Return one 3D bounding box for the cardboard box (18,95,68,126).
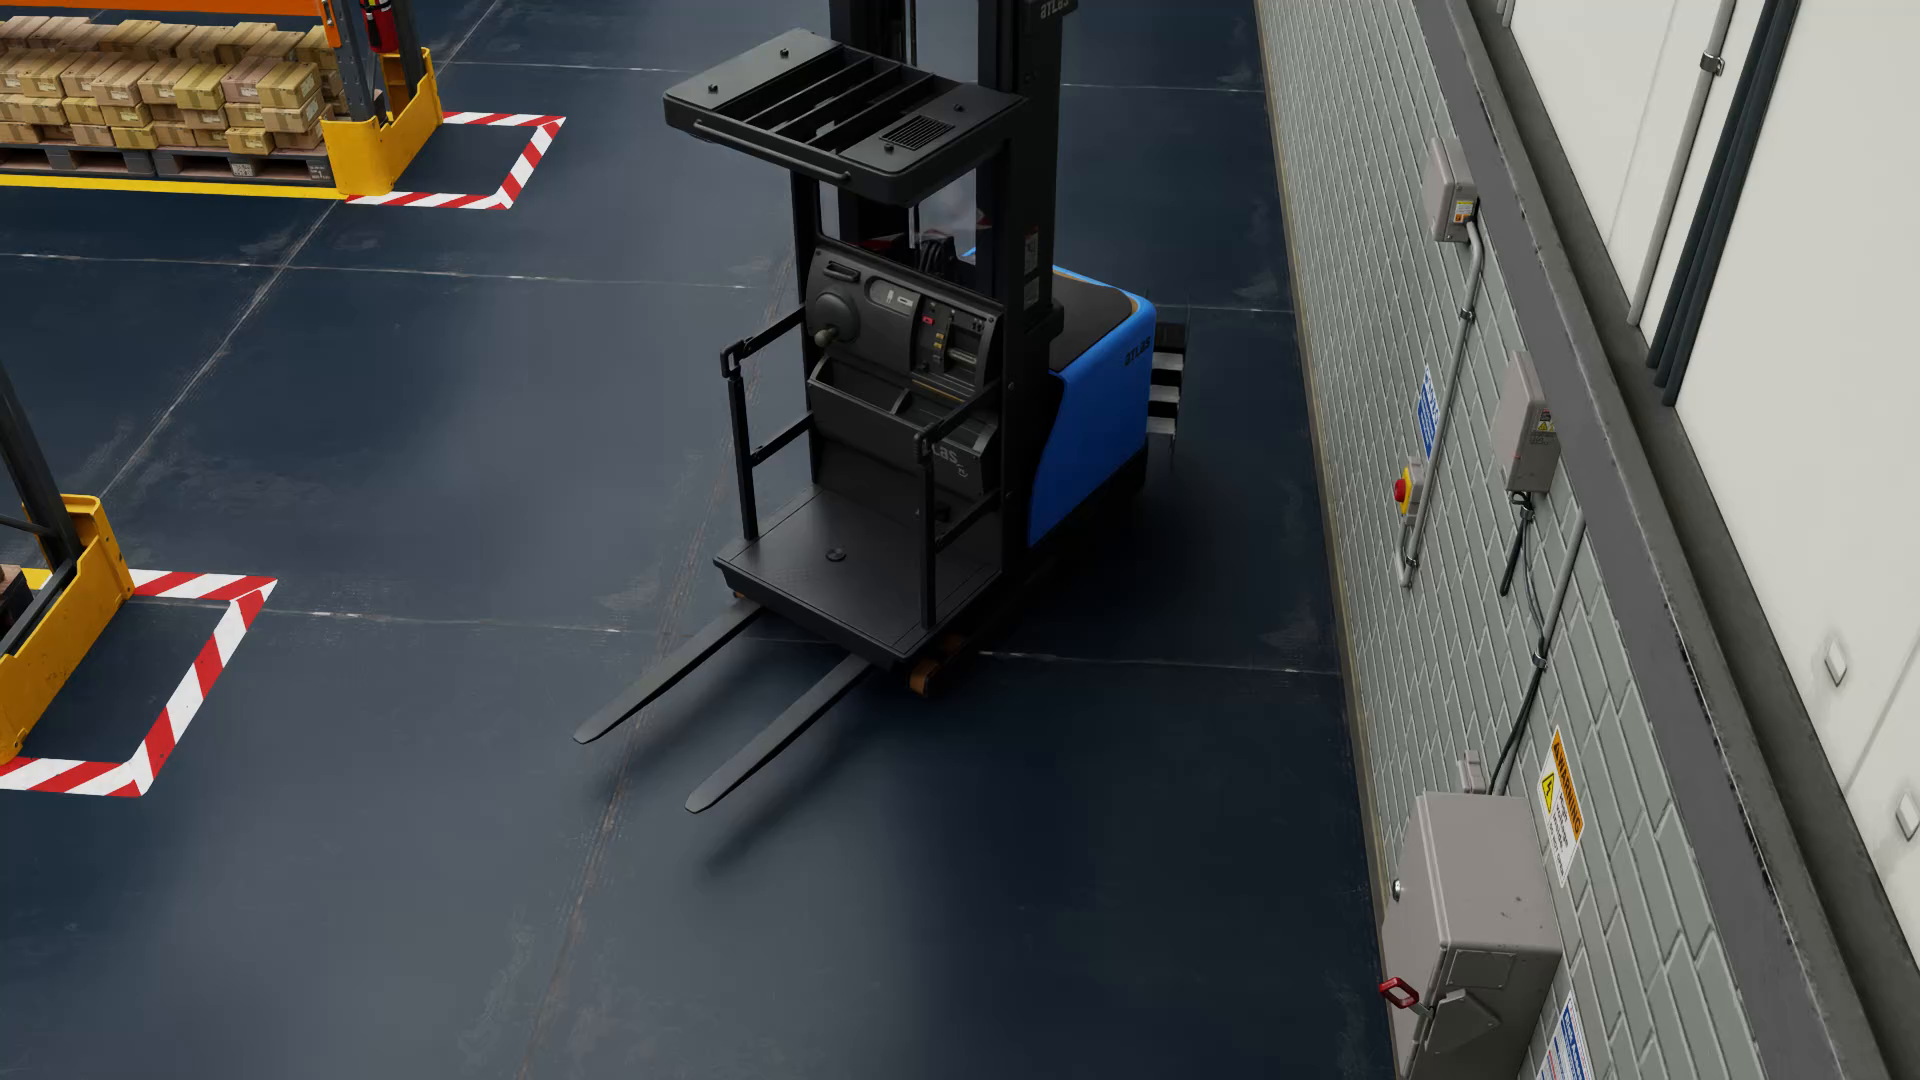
[{"bbox_3d":[-5.819,-2.821,10.700,0.250,0.149,0.380,4,39,4],"label":"cardboard box"}]

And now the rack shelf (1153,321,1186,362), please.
[{"bbox_3d":[0.982,-0.961,7.999,0.200,0.077,0.258,5,36,4],"label":"rack shelf"}]

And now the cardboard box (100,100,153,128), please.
[{"bbox_3d":[-5.288,-2.797,10.671,0.250,0.149,0.380,4,39,5],"label":"cardboard box"}]

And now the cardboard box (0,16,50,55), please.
[{"bbox_3d":[-6.275,-3.361,11.127,0.250,0.149,0.380,1,39,2],"label":"cardboard box"}]

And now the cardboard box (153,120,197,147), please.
[{"bbox_3d":[-5.013,-2.707,10.796,0.250,0.149,0.380,4,39,4],"label":"cardboard box"}]

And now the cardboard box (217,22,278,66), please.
[{"bbox_3d":[-4.721,-3.292,11.043,0.250,0.149,0.380,3,39,4],"label":"cardboard box"}]

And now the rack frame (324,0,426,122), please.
[{"bbox_3d":[-3.703,-3.728,10.125,0.127,3.000,1.000,3,39,4],"label":"rack frame"}]

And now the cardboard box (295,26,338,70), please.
[{"bbox_3d":[-4.196,-3.259,11.002,0.250,0.149,0.380,1,39,2],"label":"cardboard box"}]

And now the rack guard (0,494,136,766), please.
[{"bbox_3d":[-4.006,0.361,7.081,0.348,0.500,1.175,3,39,4],"label":"rack guard"}]

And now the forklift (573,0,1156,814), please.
[{"bbox_3d":[-0.371,-0.821,6.607,1.130,2.935,3.031,25,45,27],"label":"forklift"}]

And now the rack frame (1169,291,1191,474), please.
[{"bbox_3d":[1.076,-0.761,8.132,0.006,0.900,0.240,5,36,4],"label":"rack frame"}]

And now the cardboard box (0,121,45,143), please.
[{"bbox_3d":[-6.057,-2.736,10.832,0.250,0.149,0.380,2,39,3],"label":"cardboard box"}]

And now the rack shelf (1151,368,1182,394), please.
[{"bbox_3d":[0.977,-0.816,8.106,0.200,0.077,0.258,5,36,4],"label":"rack shelf"}]

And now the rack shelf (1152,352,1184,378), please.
[{"bbox_3d":[0.979,-0.889,8.053,0.200,0.077,0.258,5,36,4],"label":"rack shelf"}]

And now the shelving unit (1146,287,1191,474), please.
[{"bbox_3d":[0.975,-0.770,8.139,0.210,0.900,0.258,5,36,4],"label":"shelving unit"}]

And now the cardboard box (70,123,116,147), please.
[{"bbox_3d":[-5.543,-2.709,10.798,0.250,0.149,0.380,4,39,5],"label":"cardboard box"}]

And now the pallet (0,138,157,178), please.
[{"bbox_3d":[-5.797,-2.786,11.176,1.213,0.211,1.003,3,39,4],"label":"pallet"}]

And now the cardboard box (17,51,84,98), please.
[{"bbox_3d":[-5.808,-2.984,10.665,0.250,0.149,0.380,3,39,4],"label":"cardboard box"}]

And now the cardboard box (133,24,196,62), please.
[{"bbox_3d":[-5.251,-3.275,11.022,0.250,0.149,0.380,5,39,6],"label":"cardboard box"}]

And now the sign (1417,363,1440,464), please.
[{"bbox_3d":[1.655,-0.449,5.882,0.001,0.218,0.327,3,39,4],"label":"sign"}]

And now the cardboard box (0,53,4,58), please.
[{"bbox_3d":[-6.329,-2.985,10.666,0.250,0.149,0.380,4,39,5],"label":"cardboard box"}]

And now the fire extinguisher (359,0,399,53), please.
[{"bbox_3d":[-3.492,-3.250,9.894,0.183,0.674,0.296,3,39,4],"label":"fire extinguisher"}]

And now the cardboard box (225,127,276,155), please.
[{"bbox_3d":[-4.510,-2.633,10.705,0.250,0.149,0.380,4,39,5],"label":"cardboard box"}]

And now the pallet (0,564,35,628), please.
[{"bbox_3d":[-4.833,0.478,7.167,1.213,0.211,1.003,3,39,4],"label":"pallet"}]

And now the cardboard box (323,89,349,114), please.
[{"bbox_3d":[-4.197,-3.015,11.175,0.250,0.149,0.380,4,39,5],"label":"cardboard box"}]

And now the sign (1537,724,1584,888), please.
[{"bbox_3d":[1.475,0.652,4.089,0.001,0.242,0.339,3,39,4],"label":"sign"}]

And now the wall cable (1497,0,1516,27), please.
[{"bbox_3d":[1.662,-2.804,4.237,0.029,3.000,0.463,3,39,4],"label":"wall cable"}]

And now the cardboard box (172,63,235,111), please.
[{"bbox_3d":[-4.767,-2.870,10.524,0.250,0.149,0.380,2,39,3],"label":"cardboard box"}]

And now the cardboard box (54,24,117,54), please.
[{"bbox_3d":[-5.767,-3.271,11.018,0.250,0.149,0.380,3,39,4],"label":"cardboard box"}]

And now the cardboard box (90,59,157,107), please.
[{"bbox_3d":[-5.292,-2.903,10.566,0.250,0.149,0.380,5,39,6],"label":"cardboard box"}]

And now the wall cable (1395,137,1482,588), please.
[{"bbox_3d":[1.590,-0.723,5.604,0.123,1.953,0.585,3,39,4],"label":"wall cable"}]

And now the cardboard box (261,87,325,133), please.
[{"bbox_3d":[-4.254,-2.750,10.613,0.250,0.149,0.380,2,39,3],"label":"cardboard box"}]

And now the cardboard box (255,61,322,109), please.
[{"bbox_3d":[-4.252,-2.886,10.544,0.250,0.149,0.380,4,39,4],"label":"cardboard box"}]

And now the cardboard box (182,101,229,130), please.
[{"bbox_3d":[-4.771,-2.777,10.647,0.250,0.149,0.380,2,39,2],"label":"cardboard box"}]
